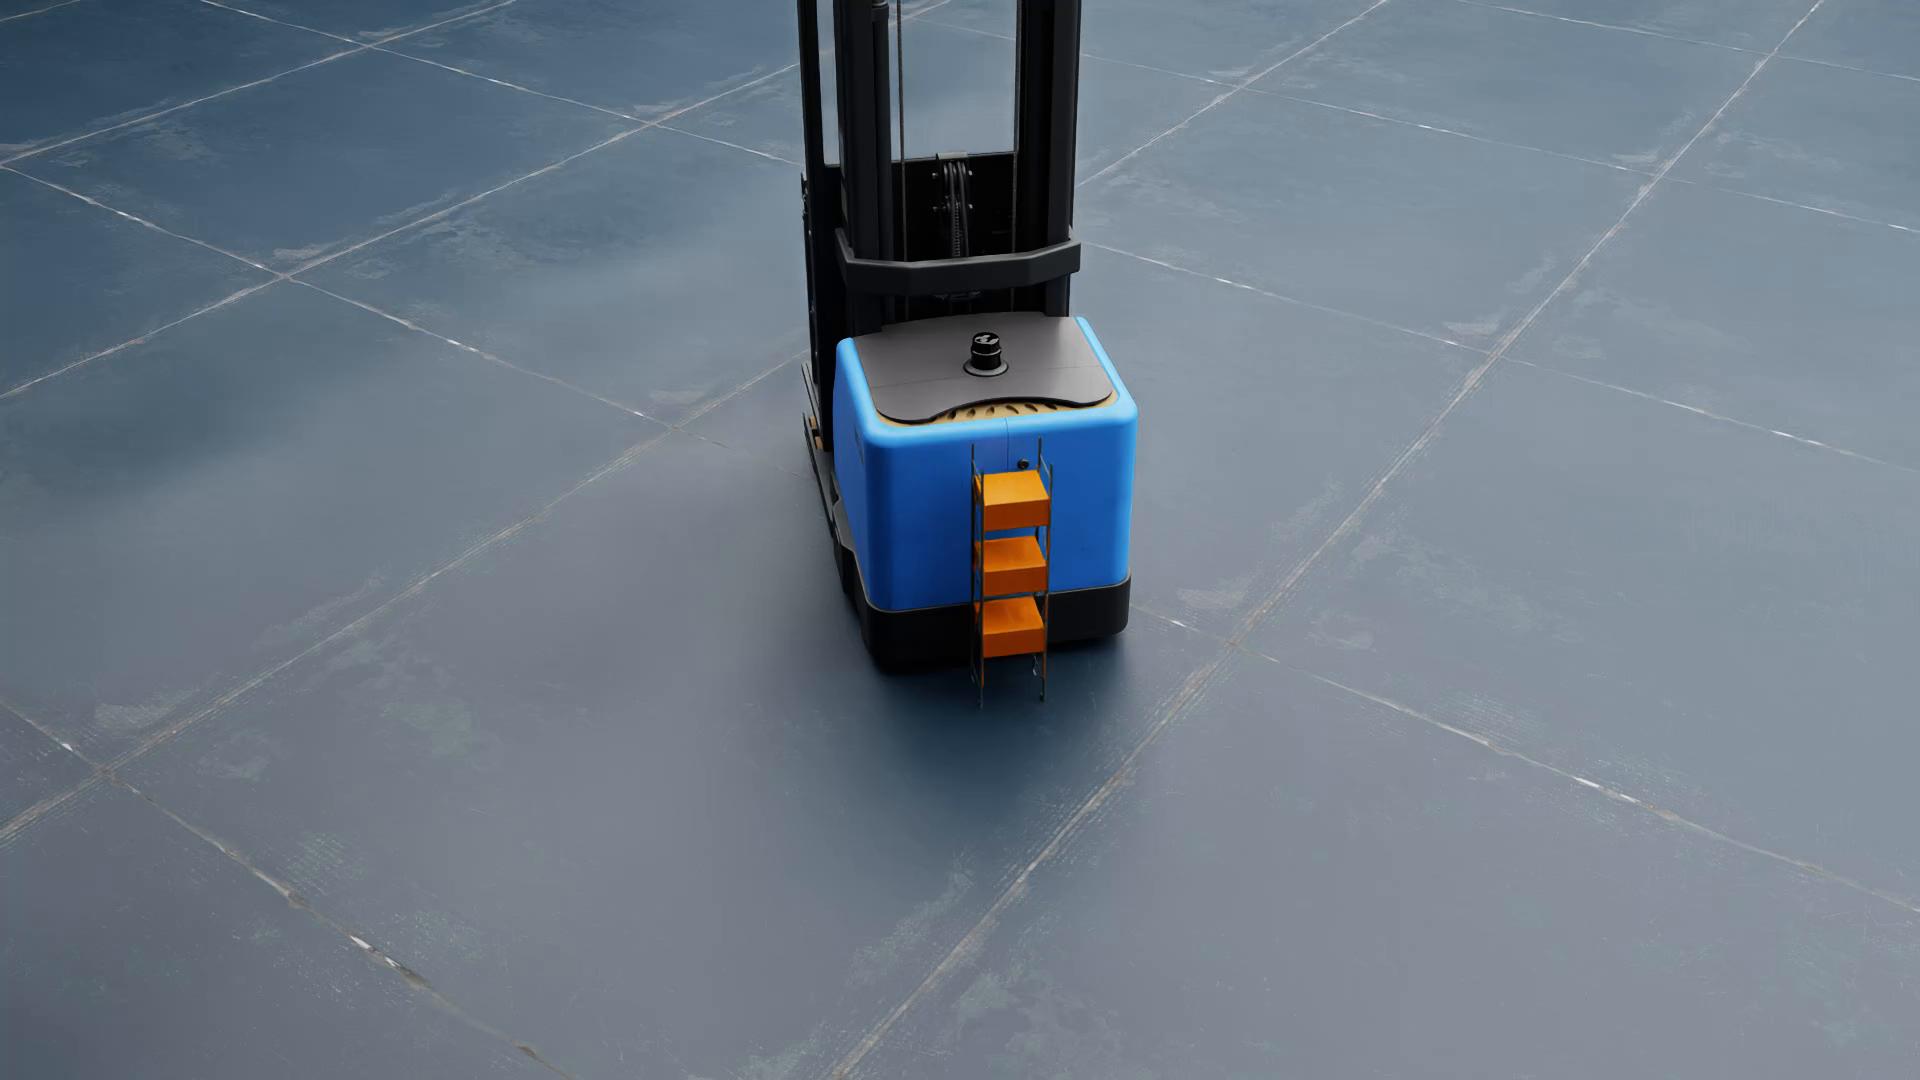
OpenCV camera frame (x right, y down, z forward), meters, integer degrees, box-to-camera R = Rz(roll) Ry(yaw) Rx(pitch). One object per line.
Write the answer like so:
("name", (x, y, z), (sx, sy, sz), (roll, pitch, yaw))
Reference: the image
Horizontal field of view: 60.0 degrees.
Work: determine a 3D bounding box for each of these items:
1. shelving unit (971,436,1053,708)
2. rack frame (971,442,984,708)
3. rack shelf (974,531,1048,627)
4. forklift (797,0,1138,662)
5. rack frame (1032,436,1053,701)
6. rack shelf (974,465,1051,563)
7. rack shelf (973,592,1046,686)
("shelving unit", (0.182, 0.133, 6.115), (0.252, 1.050, 0.215), (-6, 34, -9))
("rack frame", (0.062, 0.145, 6.097), (0.008, 1.050, 0.200), (-6, 34, -9))
("rack shelf", (0.182, 0.141, 6.121), (0.240, 0.259, 0.215), (-6, 34, -9))
("forklift", (-0.125, -1.560, 6.941), (1.130, 2.935, 3.031), (-6, 35, -9))
("rack frame", (0.302, 0.120, 6.133), (0.008, 1.050, 0.200), (-6, 34, -9))
("rack shelf", (0.182, -0.095, 5.964), (0.240, 0.259, 0.215), (-6, 34, -9))
("rack shelf", (0.183, 0.373, 6.275), (0.240, 0.259, 0.215), (-6, 34, -9))
